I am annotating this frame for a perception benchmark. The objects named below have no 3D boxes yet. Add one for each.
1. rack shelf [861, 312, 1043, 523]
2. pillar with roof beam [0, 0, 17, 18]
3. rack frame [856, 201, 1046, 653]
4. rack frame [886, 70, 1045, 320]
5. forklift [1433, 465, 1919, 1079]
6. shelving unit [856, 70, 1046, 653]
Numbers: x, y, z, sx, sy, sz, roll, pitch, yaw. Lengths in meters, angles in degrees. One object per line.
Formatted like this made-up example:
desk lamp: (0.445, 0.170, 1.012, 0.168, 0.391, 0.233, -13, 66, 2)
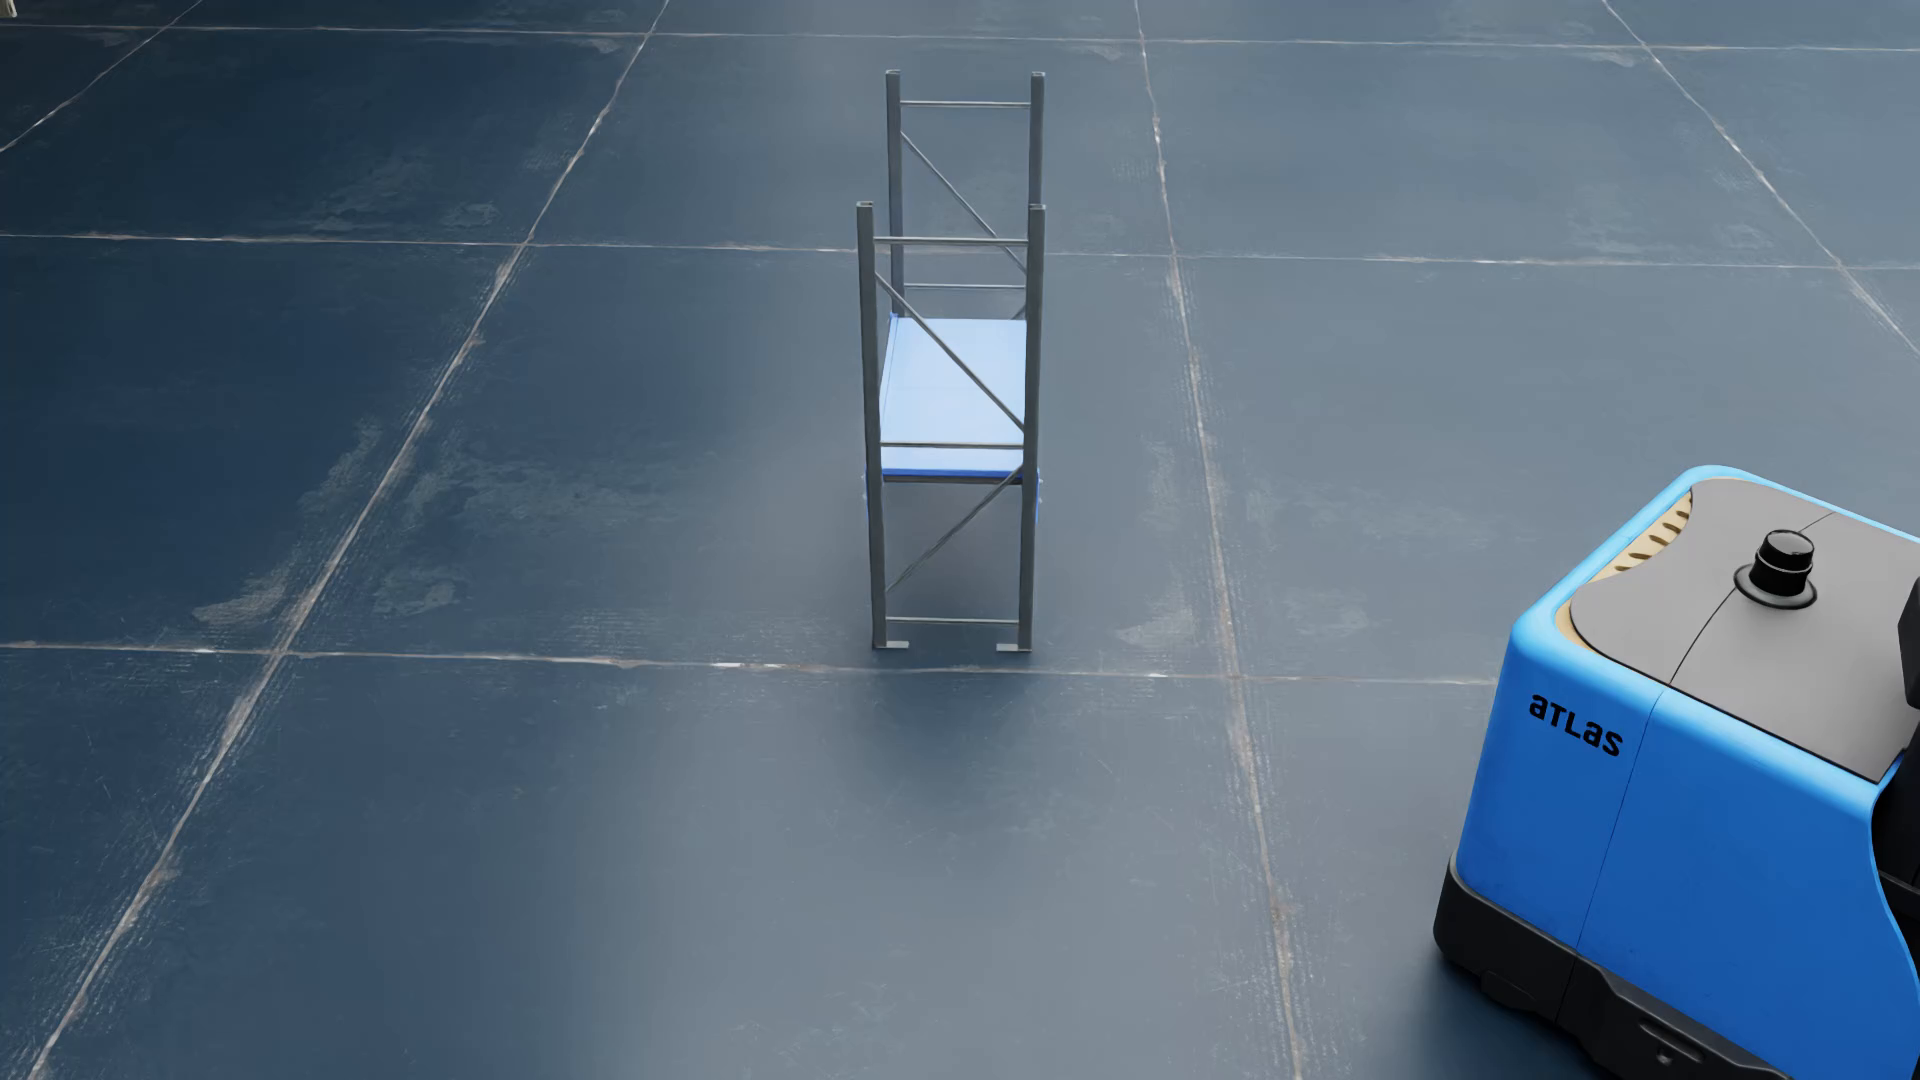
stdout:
rack shelf: (-0.003, -0.417, 5.352, 0.538, 0.185, 1.000, 1, 35, 2)
pillar with roof beam: (-1.776, -6.770, 7.557, 9.100, 9.000, 0.400, 1, 35, 2)
rack frame: (-0.024, -0.273, 4.833, 0.500, 1.500, 0.032, 1, 35, 2)
rack frame: (0.017, -0.857, 5.665, 0.500, 1.500, 0.032, 1, 35, 2)
forklift: (2.604, 0.256, 2.837, 3.031, 2.935, 1.130, 29, 44, 35)
shelving unit: (-0.003, -0.565, 5.249, 0.538, 1.500, 1.048, 1, 35, 2)
